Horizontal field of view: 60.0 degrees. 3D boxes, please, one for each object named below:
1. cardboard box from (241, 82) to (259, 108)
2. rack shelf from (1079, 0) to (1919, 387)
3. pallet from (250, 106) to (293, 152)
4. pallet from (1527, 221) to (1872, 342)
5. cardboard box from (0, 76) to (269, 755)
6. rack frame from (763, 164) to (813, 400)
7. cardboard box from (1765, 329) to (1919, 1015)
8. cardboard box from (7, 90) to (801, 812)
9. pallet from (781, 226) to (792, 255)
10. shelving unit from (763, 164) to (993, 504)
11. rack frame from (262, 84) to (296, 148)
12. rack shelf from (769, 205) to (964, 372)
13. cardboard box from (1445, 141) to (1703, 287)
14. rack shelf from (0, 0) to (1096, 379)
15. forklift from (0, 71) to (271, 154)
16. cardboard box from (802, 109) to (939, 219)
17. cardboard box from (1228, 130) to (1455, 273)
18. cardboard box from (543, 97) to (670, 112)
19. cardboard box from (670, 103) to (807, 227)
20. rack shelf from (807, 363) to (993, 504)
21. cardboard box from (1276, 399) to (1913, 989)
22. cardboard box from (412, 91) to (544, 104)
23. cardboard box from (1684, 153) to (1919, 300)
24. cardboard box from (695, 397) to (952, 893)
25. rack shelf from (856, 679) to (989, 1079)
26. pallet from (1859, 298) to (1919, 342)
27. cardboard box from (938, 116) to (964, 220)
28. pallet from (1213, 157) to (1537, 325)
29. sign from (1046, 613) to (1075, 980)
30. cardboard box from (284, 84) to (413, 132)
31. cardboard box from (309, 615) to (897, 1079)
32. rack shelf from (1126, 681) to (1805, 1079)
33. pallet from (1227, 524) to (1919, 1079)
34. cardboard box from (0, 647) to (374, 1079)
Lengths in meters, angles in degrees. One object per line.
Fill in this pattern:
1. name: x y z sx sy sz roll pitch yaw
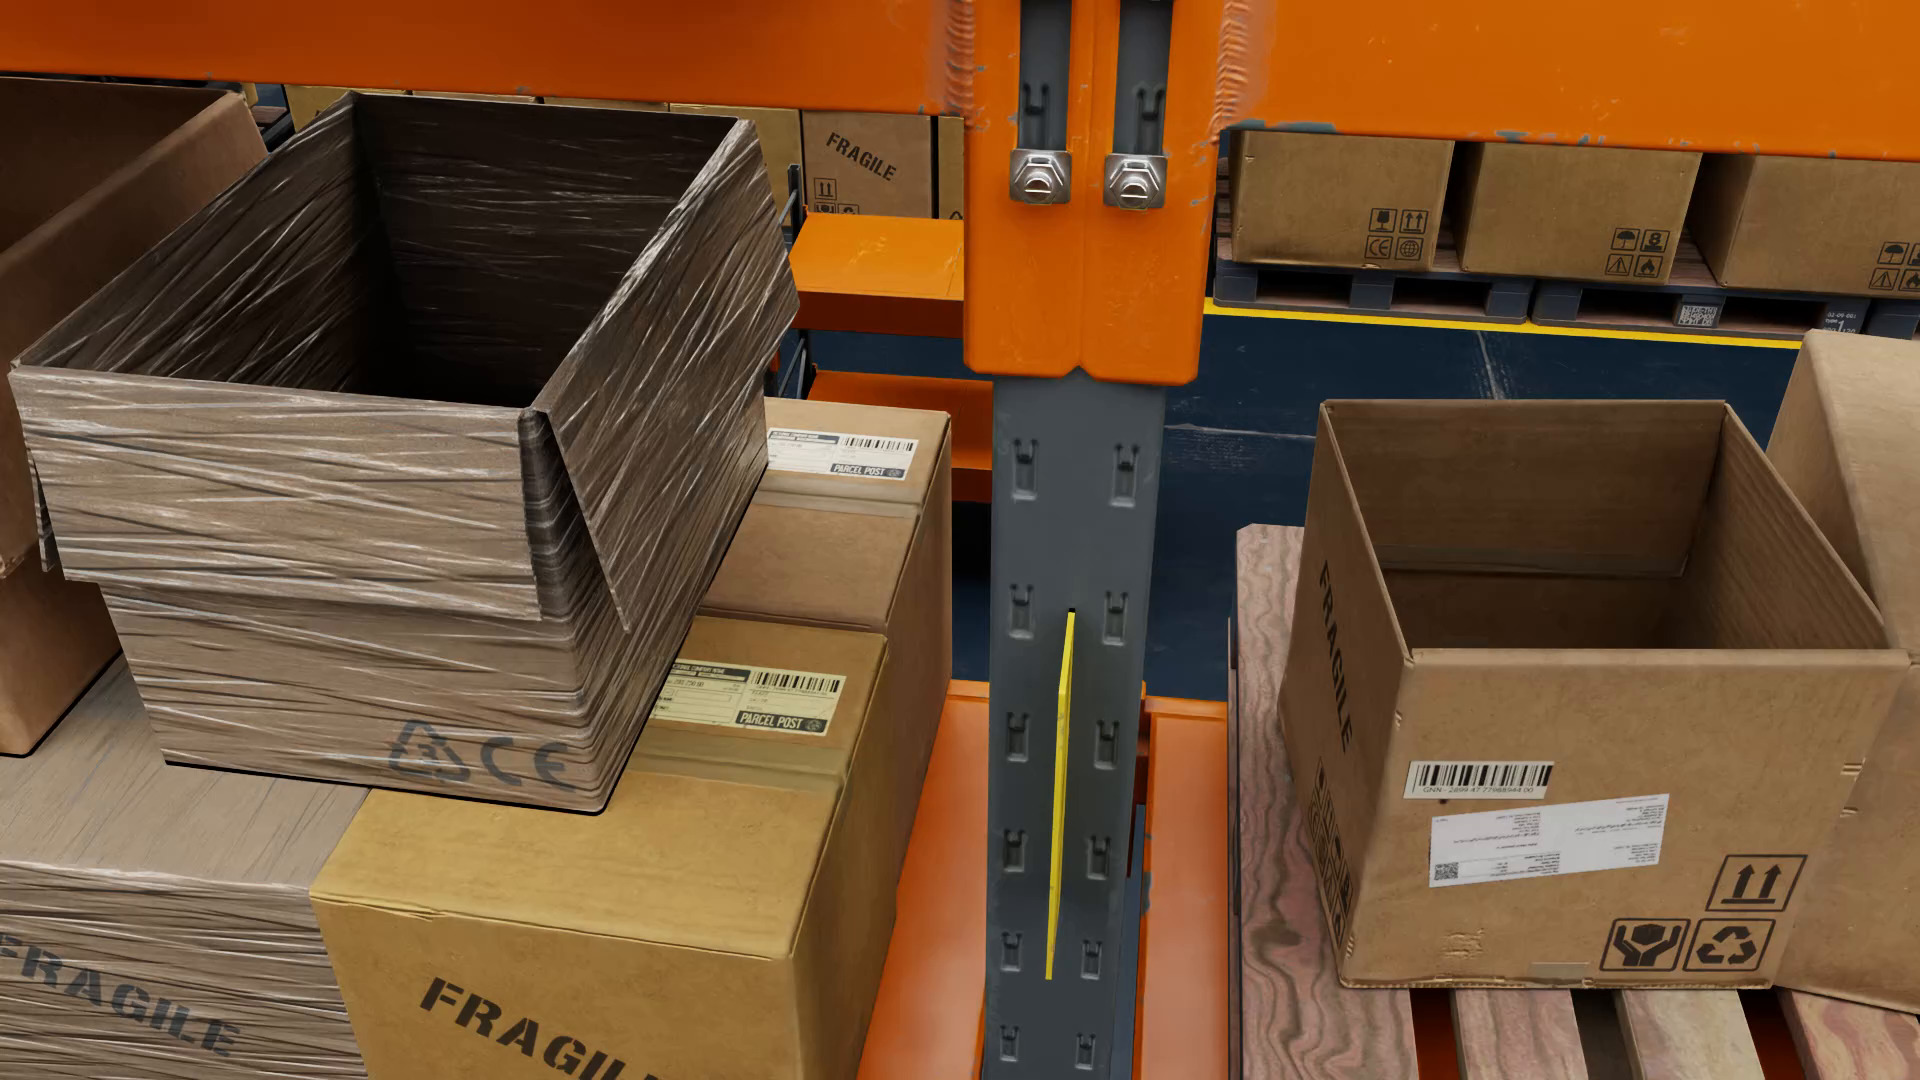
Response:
1. cardboard box: -3.406 -2.001 7.564 0.250 0.149 0.380 3 36 4
2. rack shelf: 2.133 -0.412 1.283 4.000 0.370 1.077 4 36 6
3. pallet: -3.757 -1.673 7.412 1.213 0.211 1.003 4 36 6
4. pallet: 2.860 -1.154 6.685 1.213 0.211 1.003 4 36 6
5. cardboard box: -1.220 -0.194 1.991 0.637 0.503 0.797 5 36 7
6. rack frame: -0.511 -0.496 4.977 0.032 1.125 0.500 4 36 6
7. cardboard box: 1.257 0.157 2.001 0.500 0.500 0.700 9 37 13
8. cardboard box: -0.574 -0.145 1.921 0.637 0.503 0.797 5 36 8
9. pallet: -1.100 -1.498 7.167 1.213 0.211 1.003 4 36 6
10. shelving unit: -0.007 -0.458 4.924 1.048 1.125 0.538 4 36 6
11. rack frame: -3.086 -2.778 6.561 0.127 3.000 1.000 4 36 6
12. rack shelf: -0.007 -0.697 4.754 1.000 0.278 0.538 4 36 6
13. cardboard box: 2.342 -1.578 6.454 0.750 0.750 1.050 5 36 7
14. rack shelf: -1.834 -0.708 1.697 4.000 0.370 1.077 4 36 6
15. forklift: -2.870 -1.237 4.460 3.031 2.935 1.130 1 36 1
16. cardboard box: -0.319 -1.575 6.664 0.500 0.500 0.500 6 36 8
17. cardboard box: 1.474 -1.641 6.542 0.750 0.750 1.050 4 36 5
18. cardboard box: -1.341 -1.655 6.778 0.500 0.500 0.500 5 36 7
19. cardboard box: -0.846 -1.604 6.706 0.500 0.500 0.500 3 36 4
20. rack shelf: -0.007 -0.259 5.066 1.000 0.278 0.538 4 36 6
21. cardboard box: 0.690 0.173 1.978 0.500 0.500 0.500 0 36 0
22. cardboard box: -1.862 -1.686 6.821 0.500 0.500 0.500 6 36 8
23. cardboard box: 3.265 -1.509 6.358 0.750 0.750 1.050 4 36 6
24. cardboard box: -0.298 0.134 2.393 0.500 0.500 0.500 5 36 7
25. rack shelf: -1.834 0.513 2.569 4.000 0.370 1.077 4 36 6
26. pallet: 4.074 -1.065 6.561 1.213 0.211 1.003 4 36 6
27. cardboard box: 0.195 -1.534 6.608 0.500 0.500 0.500 4 36 6
28. pallet: 1.654 -1.246 6.814 1.213 0.211 1.003 4 36 6
29. sign: 0.082 0.217 1.368 0.005 0.325 0.100 4 36 6
30. cardboard box: -2.387 -1.724 6.874 0.500 0.500 0.500 6 36 8
31. cardboard box: -0.372 0.433 1.975 0.500 0.500 0.500 5 36 7
32. rack shelf: 2.133 0.809 2.154 4.000 0.370 1.077 4 36 6
33. pallet: 0.870 0.437 2.220 1.003 0.211 1.213 4 36 6
34. cardboard box: -0.865 0.393 2.031 0.500 0.500 0.500 4 36 6
